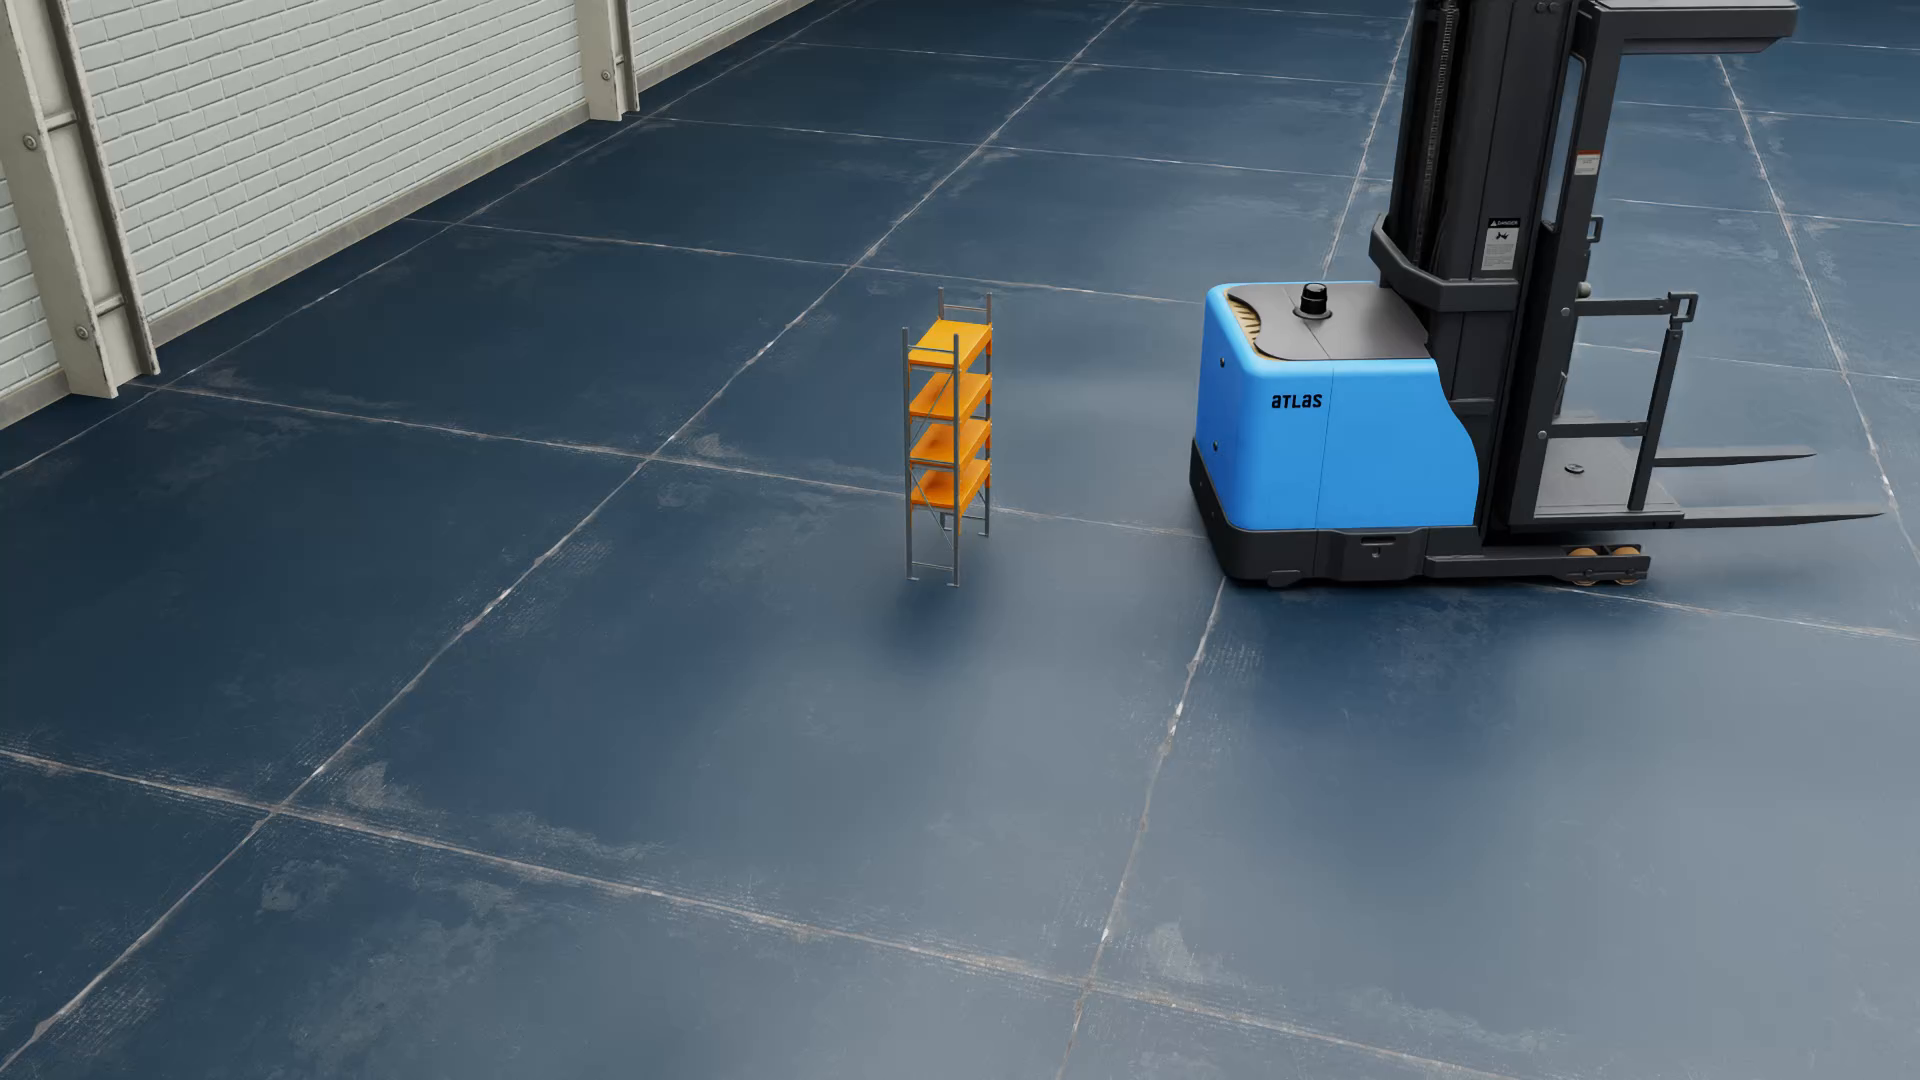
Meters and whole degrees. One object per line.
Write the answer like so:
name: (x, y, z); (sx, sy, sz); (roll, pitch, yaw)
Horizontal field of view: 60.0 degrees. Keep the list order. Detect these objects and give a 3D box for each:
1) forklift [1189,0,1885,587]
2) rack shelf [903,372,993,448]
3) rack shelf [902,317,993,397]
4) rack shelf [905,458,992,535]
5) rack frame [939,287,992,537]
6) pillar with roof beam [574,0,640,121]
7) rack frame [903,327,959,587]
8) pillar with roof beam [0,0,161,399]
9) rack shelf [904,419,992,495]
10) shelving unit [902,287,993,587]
forklift: (2.653, -1.333, 7.131); (3.031, 2.935, 1.130); (-1, 29, -3)
rack shelf: (-0.049, -0.584, 7.244); (0.258, 0.148, 0.480); (8, 30, 15)
rack shelf: (-0.049, -0.791, 7.129); (0.258, 0.148, 0.480); (8, 30, 15)
rack shelf: (-0.049, -0.215, 7.449); (0.258, 0.148, 0.480); (8, 30, 15)
rack frame: (0.023, -0.561, 7.524); (0.240, 1.200, 0.015); (8, 30, 15)
pillar with roof beam: (1.122, -6.997, 11.071); (9.100, 9.000, 0.400); (8, 30, 15)
rack frame: (-0.120, -0.334, 7.116); (0.240, 1.200, 0.015); (8, 30, 15)
pillar with roof beam: (-0.639, -4.209, 6.059); (9.100, 9.000, 0.400); (8, 30, 15)
rack shelf: (-0.049, -0.389, 7.353); (0.258, 0.148, 0.480); (8, 30, 15)
shelving unit: (-0.049, -0.447, 7.320); (0.258, 1.200, 0.503); (8, 30, 15)
